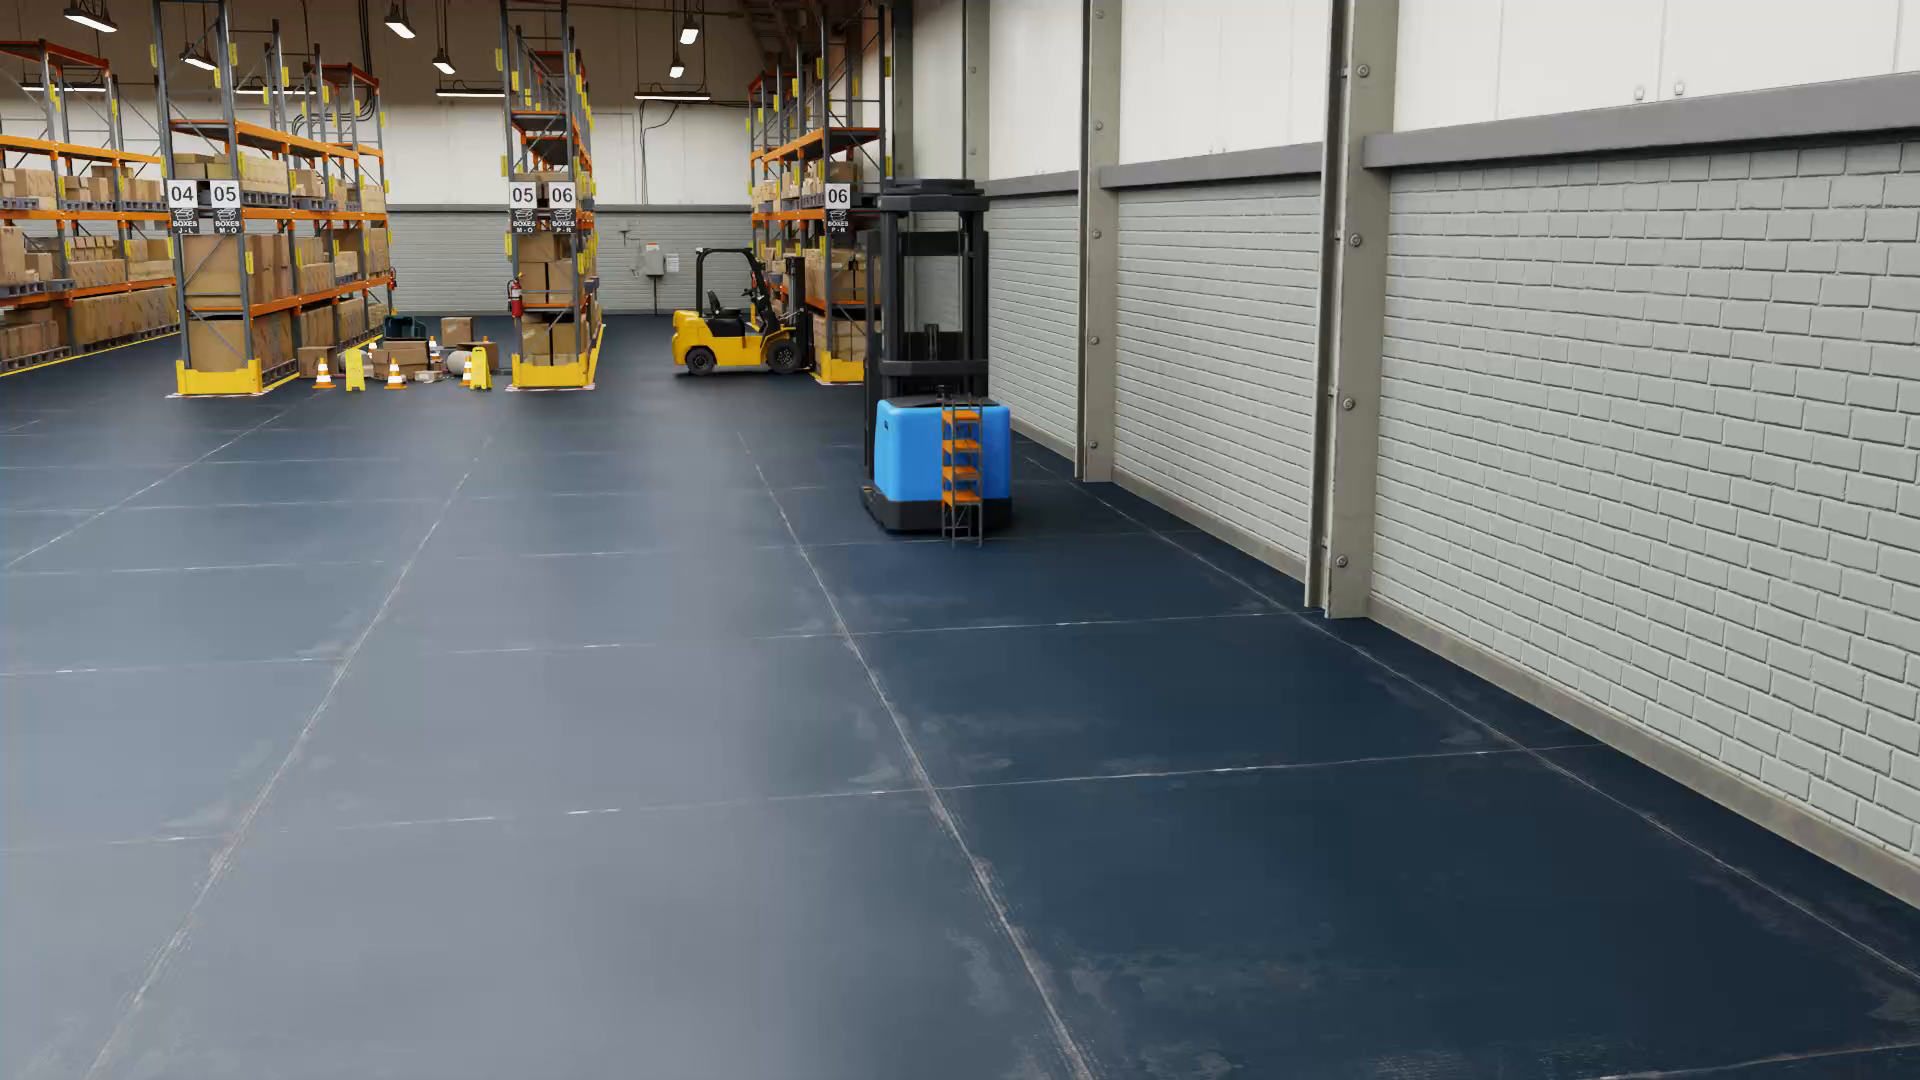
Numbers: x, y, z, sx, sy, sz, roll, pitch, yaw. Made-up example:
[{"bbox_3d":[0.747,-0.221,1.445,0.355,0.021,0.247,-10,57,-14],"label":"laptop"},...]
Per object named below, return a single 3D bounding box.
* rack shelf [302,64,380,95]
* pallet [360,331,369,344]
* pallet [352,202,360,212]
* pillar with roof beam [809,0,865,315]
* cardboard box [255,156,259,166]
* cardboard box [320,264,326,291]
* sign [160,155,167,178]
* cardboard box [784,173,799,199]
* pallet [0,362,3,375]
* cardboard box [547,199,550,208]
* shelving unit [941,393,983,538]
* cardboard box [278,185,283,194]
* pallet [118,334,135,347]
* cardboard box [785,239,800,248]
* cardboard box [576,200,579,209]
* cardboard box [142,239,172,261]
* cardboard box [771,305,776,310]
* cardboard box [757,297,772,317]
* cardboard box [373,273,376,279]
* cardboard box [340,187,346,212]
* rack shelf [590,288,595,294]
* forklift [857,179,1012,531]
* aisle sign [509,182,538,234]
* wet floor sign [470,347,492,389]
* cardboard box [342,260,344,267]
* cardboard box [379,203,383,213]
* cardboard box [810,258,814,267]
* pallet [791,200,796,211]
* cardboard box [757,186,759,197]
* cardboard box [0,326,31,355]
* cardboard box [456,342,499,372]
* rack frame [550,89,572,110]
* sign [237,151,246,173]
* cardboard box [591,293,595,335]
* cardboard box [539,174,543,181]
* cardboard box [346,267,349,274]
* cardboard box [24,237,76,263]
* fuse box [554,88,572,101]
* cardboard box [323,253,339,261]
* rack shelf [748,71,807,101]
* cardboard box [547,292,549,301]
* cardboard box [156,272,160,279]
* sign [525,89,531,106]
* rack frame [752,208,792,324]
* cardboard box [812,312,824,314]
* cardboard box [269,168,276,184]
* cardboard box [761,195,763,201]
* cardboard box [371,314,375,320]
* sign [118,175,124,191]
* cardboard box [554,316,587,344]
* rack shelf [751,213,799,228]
[{"bbox_3d":[-14.137,-10.552,38.105,1.077,0.370,4.000,-2,11,-11],"label":"rack shelf"},{"bbox_3d":[-13.596,-4.446,36.493,1.003,0.211,1.213,-2,11,-11],"label":"pallet"},{"bbox_3d":[-13.733,-7.223,36.104,1.213,0.211,1.003,-2,11,-11],"label":"pallet"},{"bbox_3d":[-6.351,-8.189,32.655,9.100,9.000,0.548,-2,11,-11],"label":"pillar with roof beam"},{"bbox_3d":[-11.364,-6.015,26.401,0.380,0.149,0.250,-2,11,-12],"label":"cardboard box"},{"bbox_3d":[-12.427,-5.018,31.773,0.500,0.500,0.500,-2,11,-12],"label":"cardboard box"},{"bbox_3d":[-11.949,-5.611,24.973,0.100,0.325,0.005,-2,11,-11],"label":"sign"},{"bbox_3d":[-3.168,-7.153,33.573,0.700,0.500,0.500,-2,11,-12],"label":"cardboard box"},{"bbox_3d":[-16.912,-2.838,28.043,1.003,0.211,1.213,-2,11,-11],"label":"pallet"},{"bbox_3d":[-6.463,-5.424,26.823,0.380,0.149,0.250,-2,11,-13],"label":"cardboard box"},{"bbox_3d":[0.015,-0.567,13.468,0.258,1.200,0.492,-2,11,-10],"label":"shelving unit"},{"bbox_3d":[-11.707,-5.949,28.186,0.380,0.149,0.250,-2,11,-10],"label":"cardboard box"},{"bbox_3d":[-18.409,-4.289,35.663,1.003,0.211,1.213,-2,11,-11],"label":"pallet"},{"bbox_3d":[-4.073,-7.062,40.379,0.500,0.500,0.500,-2,11,-13],"label":"cardboard box"},{"bbox_3d":[-6.580,-5.616,27.831,0.383,0.149,0.255,-2,11,-10],"label":"cardboard box"},{"bbox_3d":[-19.059,-6.892,39.483,0.500,0.500,0.500,-2,11,-10],"label":"cardboard box"},{"bbox_3d":[-4.058,-5.123,38.151,0.500,0.500,0.500,-2,11,-12],"label":"cardboard box"},{"bbox_3d":[-4.796,-5.937,42.418,0.797,0.503,0.637,-3,11,-13],"label":"cardboard box"},{"bbox_3d":[-13.786,-6.139,38.601,0.380,0.149,0.250,-2,11,-8],"label":"cardboard box"},{"bbox_3d":[-13.027,-7.045,34.400,0.500,0.500,0.500,-2,11,-11],"label":"cardboard box"},{"bbox_3d":[-8.524,-5.437,36.165,1.077,0.370,4.000,-2,11,-11],"label":"rack shelf"},{"bbox_3d":[-0.332,-1.743,15.016,1.130,2.935,3.031,-2,11,-10],"label":"forklift"},{"bbox_3d":[-6.851,-5.212,26.104,0.394,0.787,0.004,-2,11,-11],"label":"aisle sign"},{"bbox_3d":[-7.591,-2.726,26.295,0.267,0.644,0.232,2,11,9],"label":"wet floor sign"},{"bbox_3d":[-13.596,-5.919,35.526,1.024,0.149,1.834,-2,11,-12],"label":"cardboard box"},{"bbox_3d":[-14.072,-7.925,39.692,0.500,0.250,0.500,-2,11,-11],"label":"cardboard box"},{"bbox_3d":[-2.464,-4.935,29.602,0.381,0.149,0.252,-2,11,-13],"label":"cardboard box"},{"bbox_3d":[-2.826,-6.660,33.146,1.003,0.211,1.213,-2,11,-8],"label":"pallet"},{"bbox_3d":[-4.682,-8.495,40.551,0.500,0.250,0.500,-2,11,-9],"label":"cardboard box"},{"bbox_3d":[-17.359,-3.622,30.214,0.700,0.500,0.500,-3,11,-16],"label":"cardboard box"},{"bbox_3d":[-8.483,-3.218,29.257,0.500,0.500,0.500,6,12,28],"label":"cardboard box"},{"bbox_3d":[-9.687,-9.838,41.319,0.949,2.616,0.053,-2,11,-11],"label":"rack frame"},{"bbox_3d":[-10.869,-5.719,25.150,0.100,0.325,0.005,-2,11,-11],"label":"sign"},{"bbox_3d":[-8.357,-4.880,35.872,0.875,0.875,0.875,-2,11,-10],"label":"cardboard box"},{"bbox_3d":[-7.013,-5.893,27.153,0.380,0.149,0.250,-2,11,-11],"label":"cardboard box"},{"bbox_3d":[-13.220,-5.737,35.367,0.380,0.149,0.250,-2,11,-9],"label":"cardboard box"},{"bbox_3d":[-17.982,-5.740,32.882,0.797,0.503,0.637,-2,11,-9],"label":"cardboard box"},{"bbox_3d":[-11.053,-12.429,46.374,0.513,0.334,0.176,-2,11,-11],"label":"fuse box"},{"bbox_3d":[-13.019,-5.835,34.290,0.380,0.149,0.250,-3,11,-13],"label":"cardboard box"},{"bbox_3d":[-4.433,-10.932,40.100,1.077,0.370,4.000,-2,11,-11],"label":"rack shelf"},{"bbox_3d":[-7.040,-4.082,27.795,0.380,0.149,0.250,-2,11,-10],"label":"cardboard box"},{"bbox_3d":[-18.768,-6.119,38.496,0.380,0.149,0.250,-2,11,-11],"label":"cardboard box"},{"bbox_3d":[-8.678,-8.887,33.398,0.100,0.325,0.005,-2,11,-11],"label":"sign"},{"bbox_3d":[-4.822,-7.072,42.832,1.000,3.000,0.127,-2,11,-11],"label":"rack frame"},{"bbox_3d":[-2.613,-4.024,30.372,0.500,0.250,0.500,-2,11,-11],"label":"cardboard box"},{"bbox_3d":[-11.651,-6.028,27.536,0.500,0.250,0.500,-2,11,-12],"label":"cardboard box"},{"bbox_3d":[-4.360,-7.826,38.052,0.380,0.149,0.250,-2,11,-10],"label":"cardboard box"},{"bbox_3d":[-13.805,-5.176,38.577,0.380,0.149,0.250,-2,11,-8],"label":"cardboard box"},{"bbox_3d":[-18.103,-7.701,35.887,0.100,0.325,0.005,-2,11,-11],"label":"sign"},{"bbox_3d":[-6.777,-3.629,28.964,0.500,0.500,0.500,-2,11,-8],"label":"cardboard box"},{"bbox_3d":[-4.433,-7.826,40.691,1.077,0.370,4.000,-2,11,-11],"label":"rack shelf"}]
